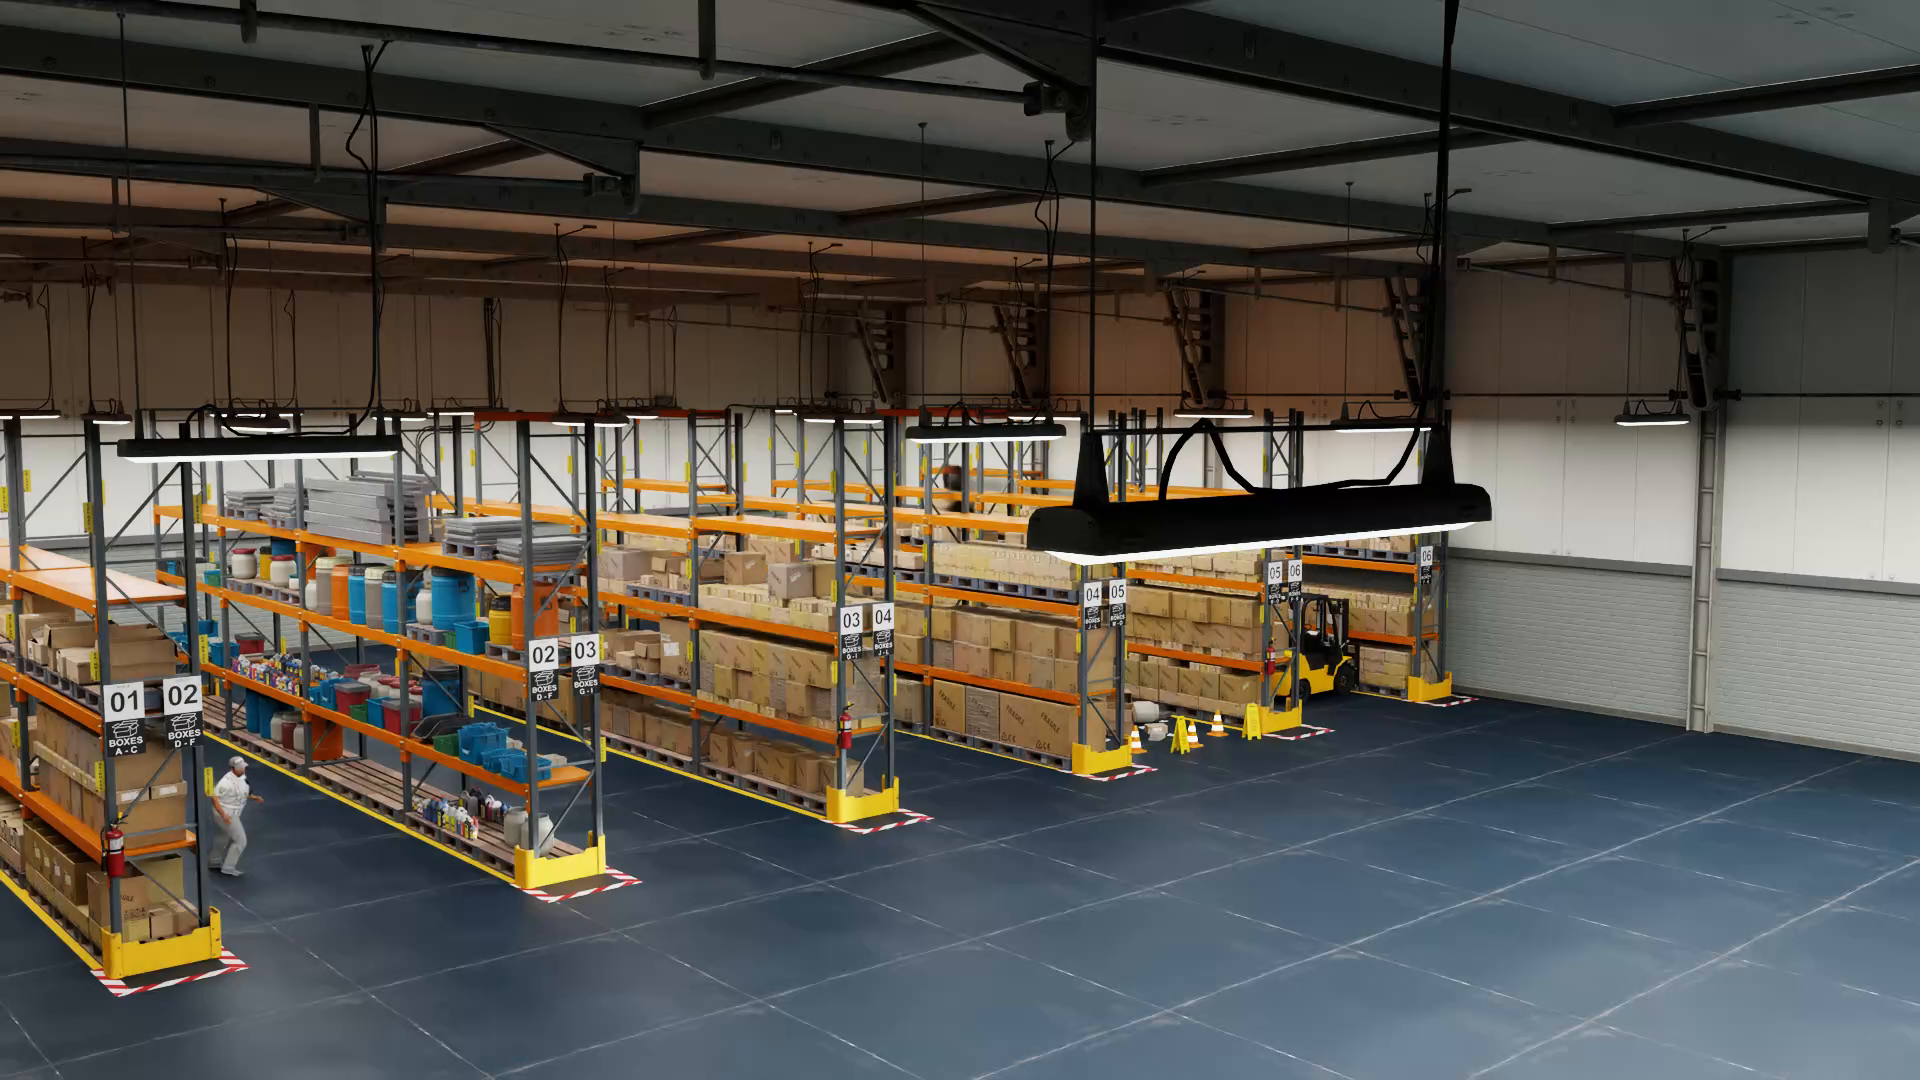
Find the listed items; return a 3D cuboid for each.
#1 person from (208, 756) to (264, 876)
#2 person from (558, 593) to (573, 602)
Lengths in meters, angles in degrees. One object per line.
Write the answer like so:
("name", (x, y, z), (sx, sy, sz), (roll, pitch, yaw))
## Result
("person", (-9.627, 3.630, 22.019), (0.778, 1.607, 0.654), (-1, 5, -11))
("person", (-9.605, 1.992, 40.147), (0.692, 1.656, 0.743), (-3, 6, -27))
